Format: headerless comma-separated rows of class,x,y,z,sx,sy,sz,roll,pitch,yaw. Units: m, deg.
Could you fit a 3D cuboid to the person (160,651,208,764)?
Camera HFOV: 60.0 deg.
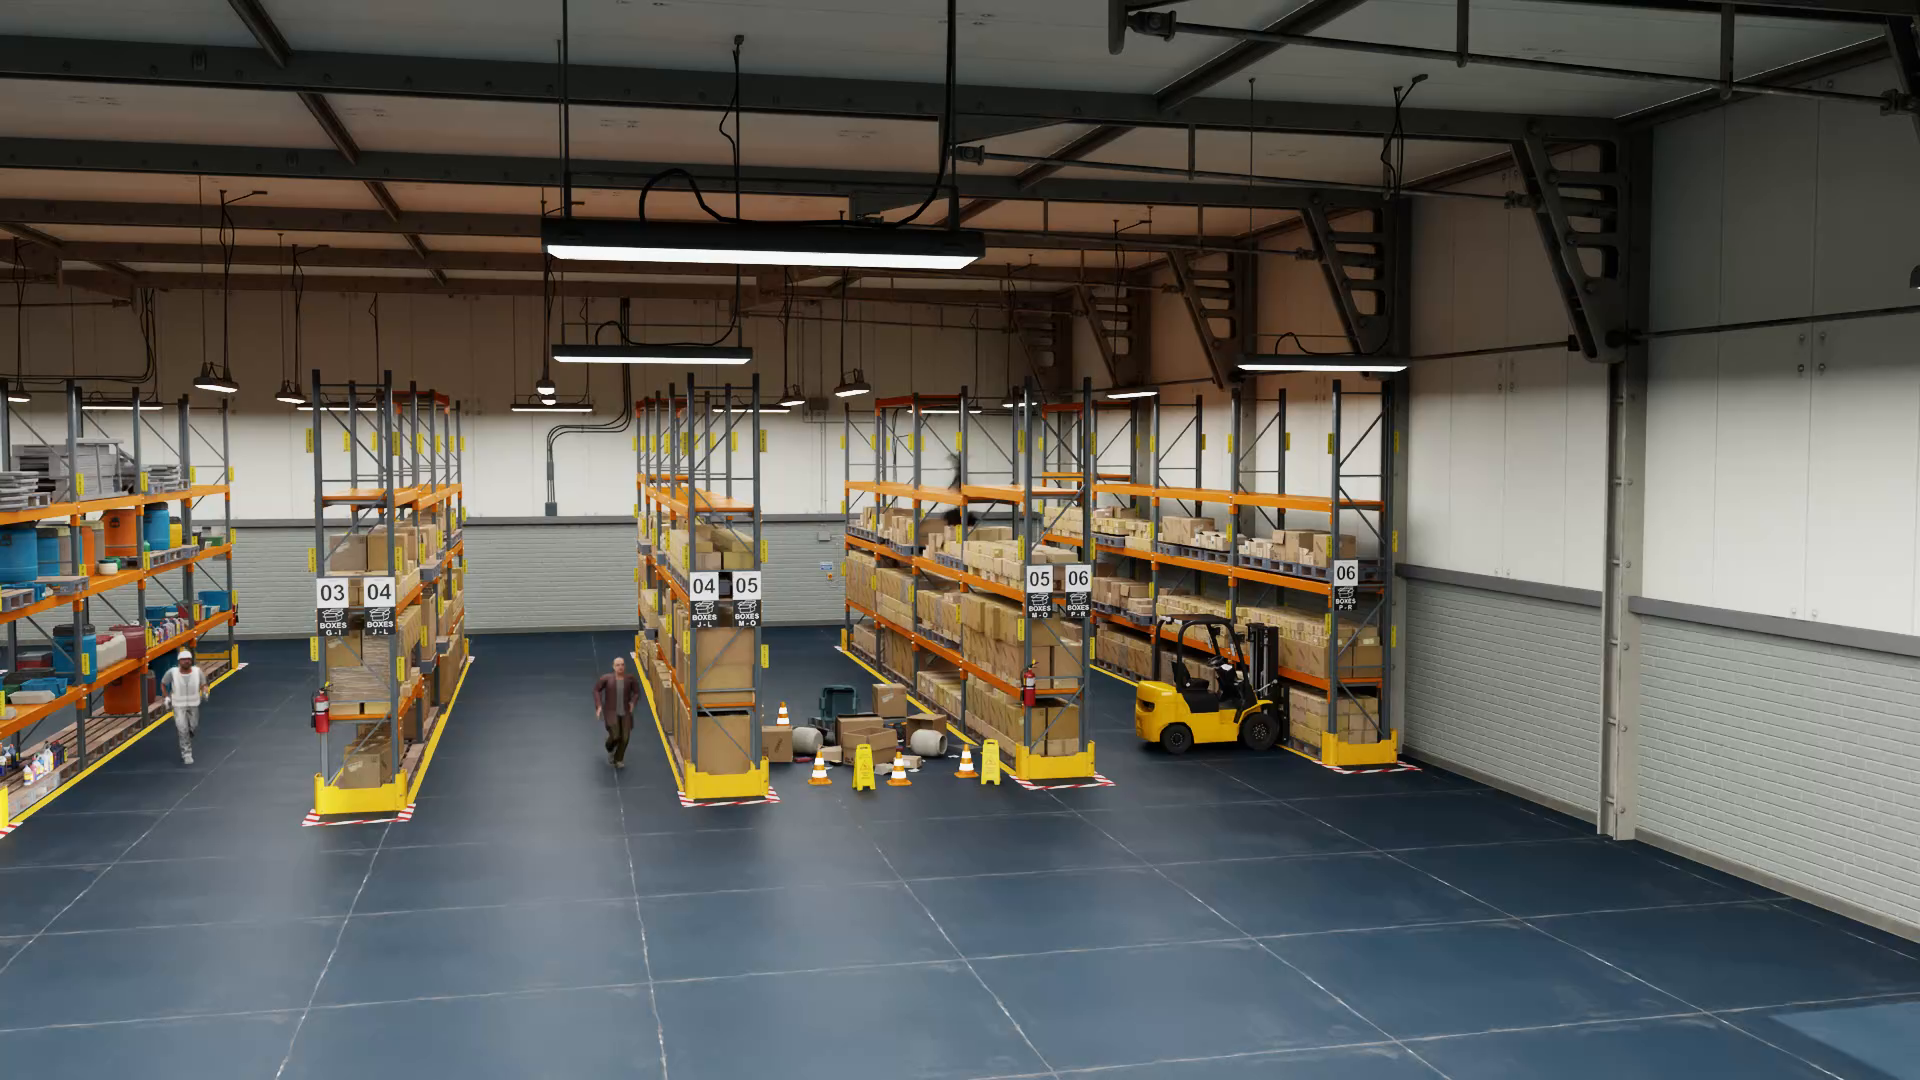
person,-12.243,2.613,26.258,0.665,1.757,0.833,-2,4,-35

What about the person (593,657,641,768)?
person,-5.235,2.661,25.502,0.700,1.722,0.672,-1,4,-24
